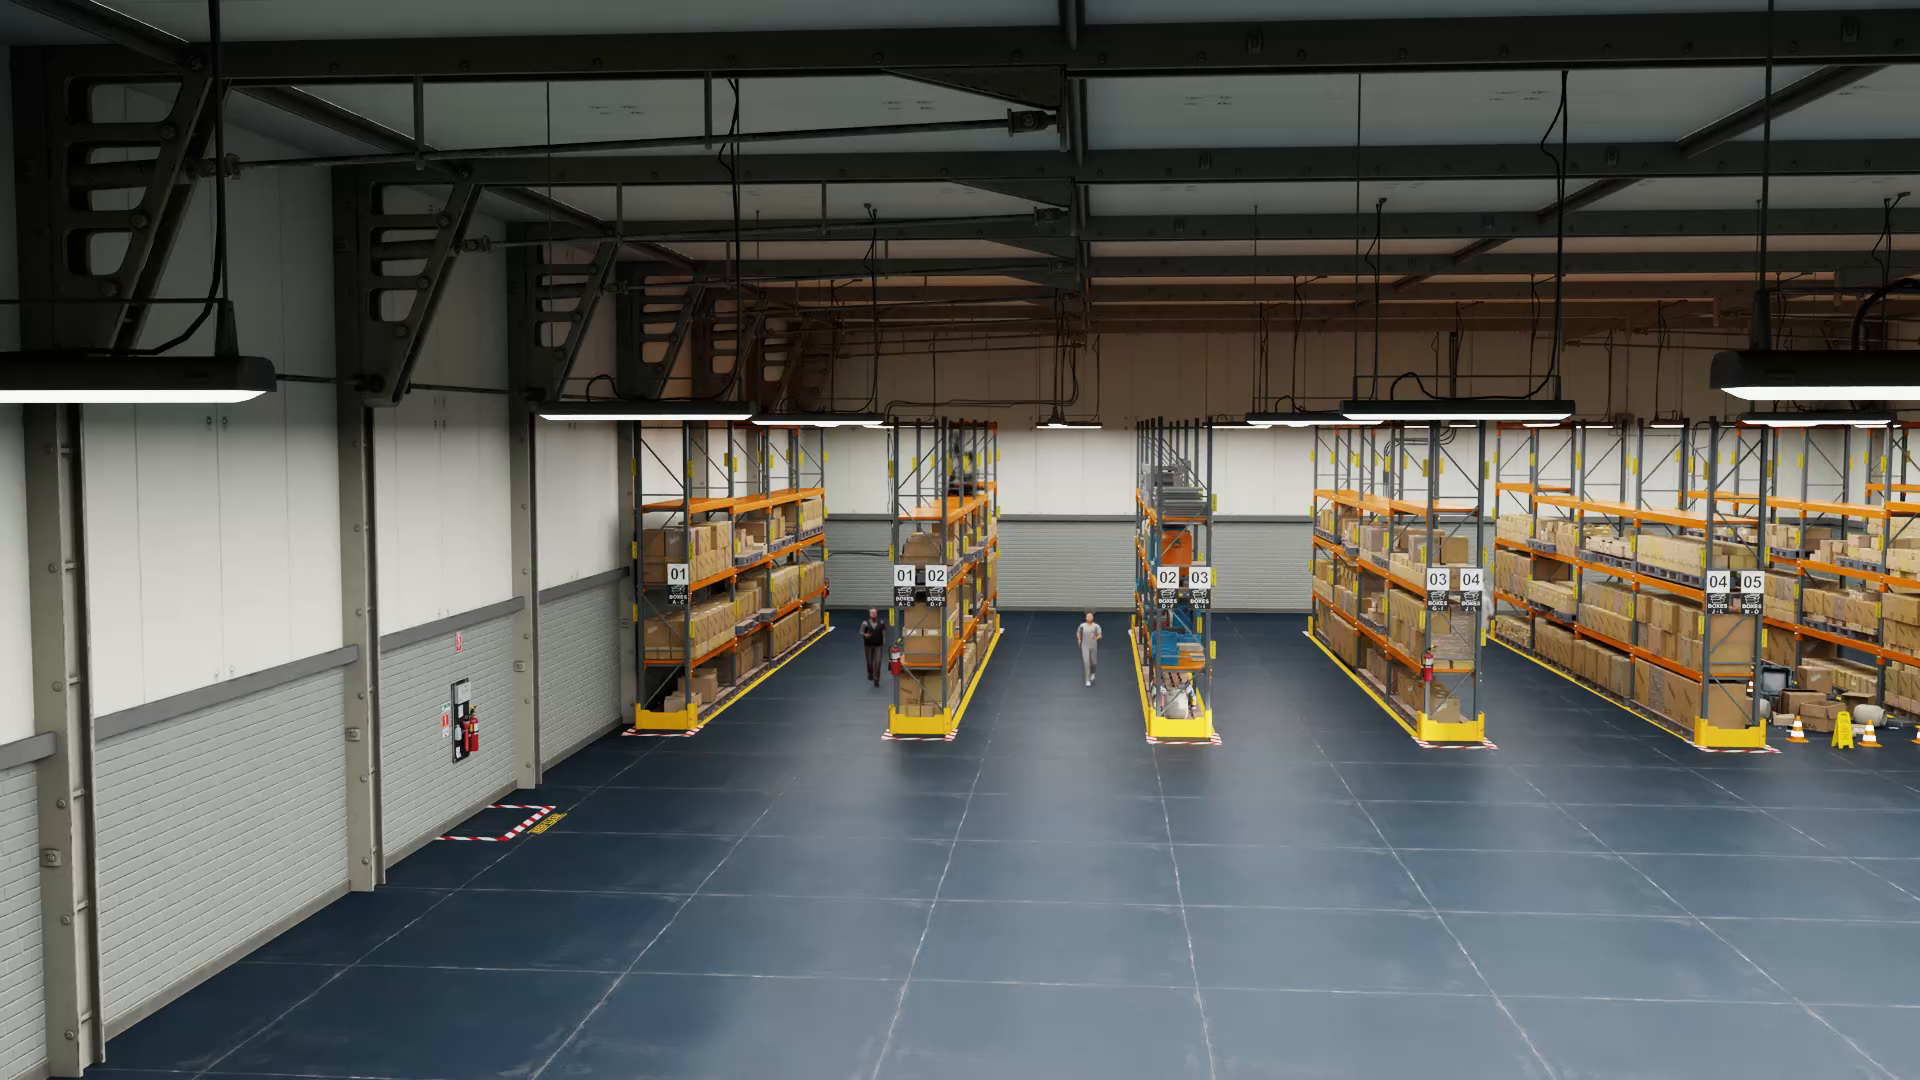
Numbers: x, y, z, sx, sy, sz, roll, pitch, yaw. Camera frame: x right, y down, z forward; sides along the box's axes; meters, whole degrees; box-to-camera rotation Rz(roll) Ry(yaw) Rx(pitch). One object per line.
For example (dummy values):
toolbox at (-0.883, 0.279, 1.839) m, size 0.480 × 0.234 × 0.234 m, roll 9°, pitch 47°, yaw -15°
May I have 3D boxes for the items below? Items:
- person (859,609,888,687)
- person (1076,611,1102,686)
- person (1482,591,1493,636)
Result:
person at (-1.941, 2.399, 37.385) m, size 0.660 × 1.713 × 0.955 m, roll 0°, pitch 4°, yaw -5°
person at (2.919, 2.434, 37.577) m, size 0.575 × 1.643 × 0.914 m, roll 0°, pitch 4°, yaw 4°
person at (13.303, 2.079, 42.617) m, size 0.707 × 1.754 × 0.657 m, roll 1°, pitch 4°, yaw 11°
